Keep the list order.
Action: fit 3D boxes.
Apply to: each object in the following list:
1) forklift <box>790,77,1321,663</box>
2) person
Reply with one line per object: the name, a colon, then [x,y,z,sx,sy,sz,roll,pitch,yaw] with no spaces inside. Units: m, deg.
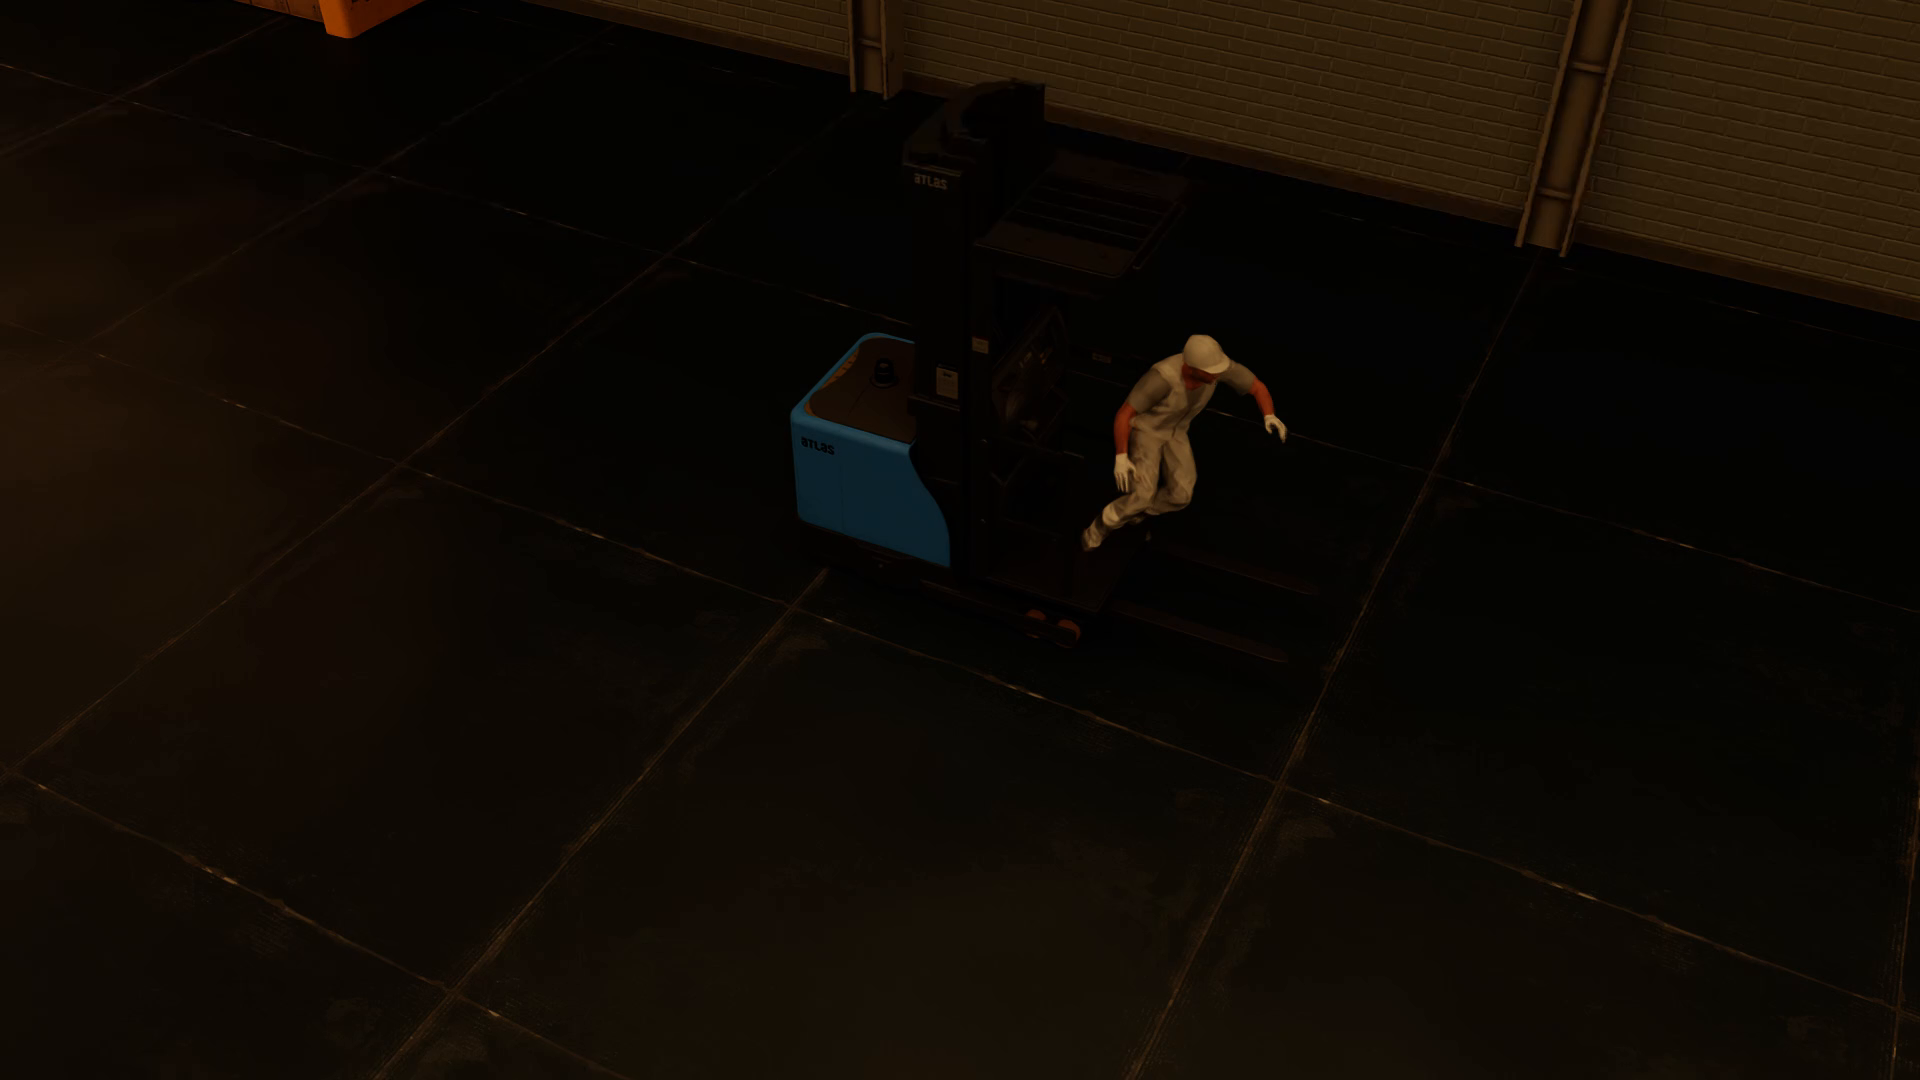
forklift: [0.569,-0.894,9.048,3.031,2.935,1.130,17,43,19]
person: [1.204,-0.501,9.338,1.123,1.432,0.928,-21,44,-23]
